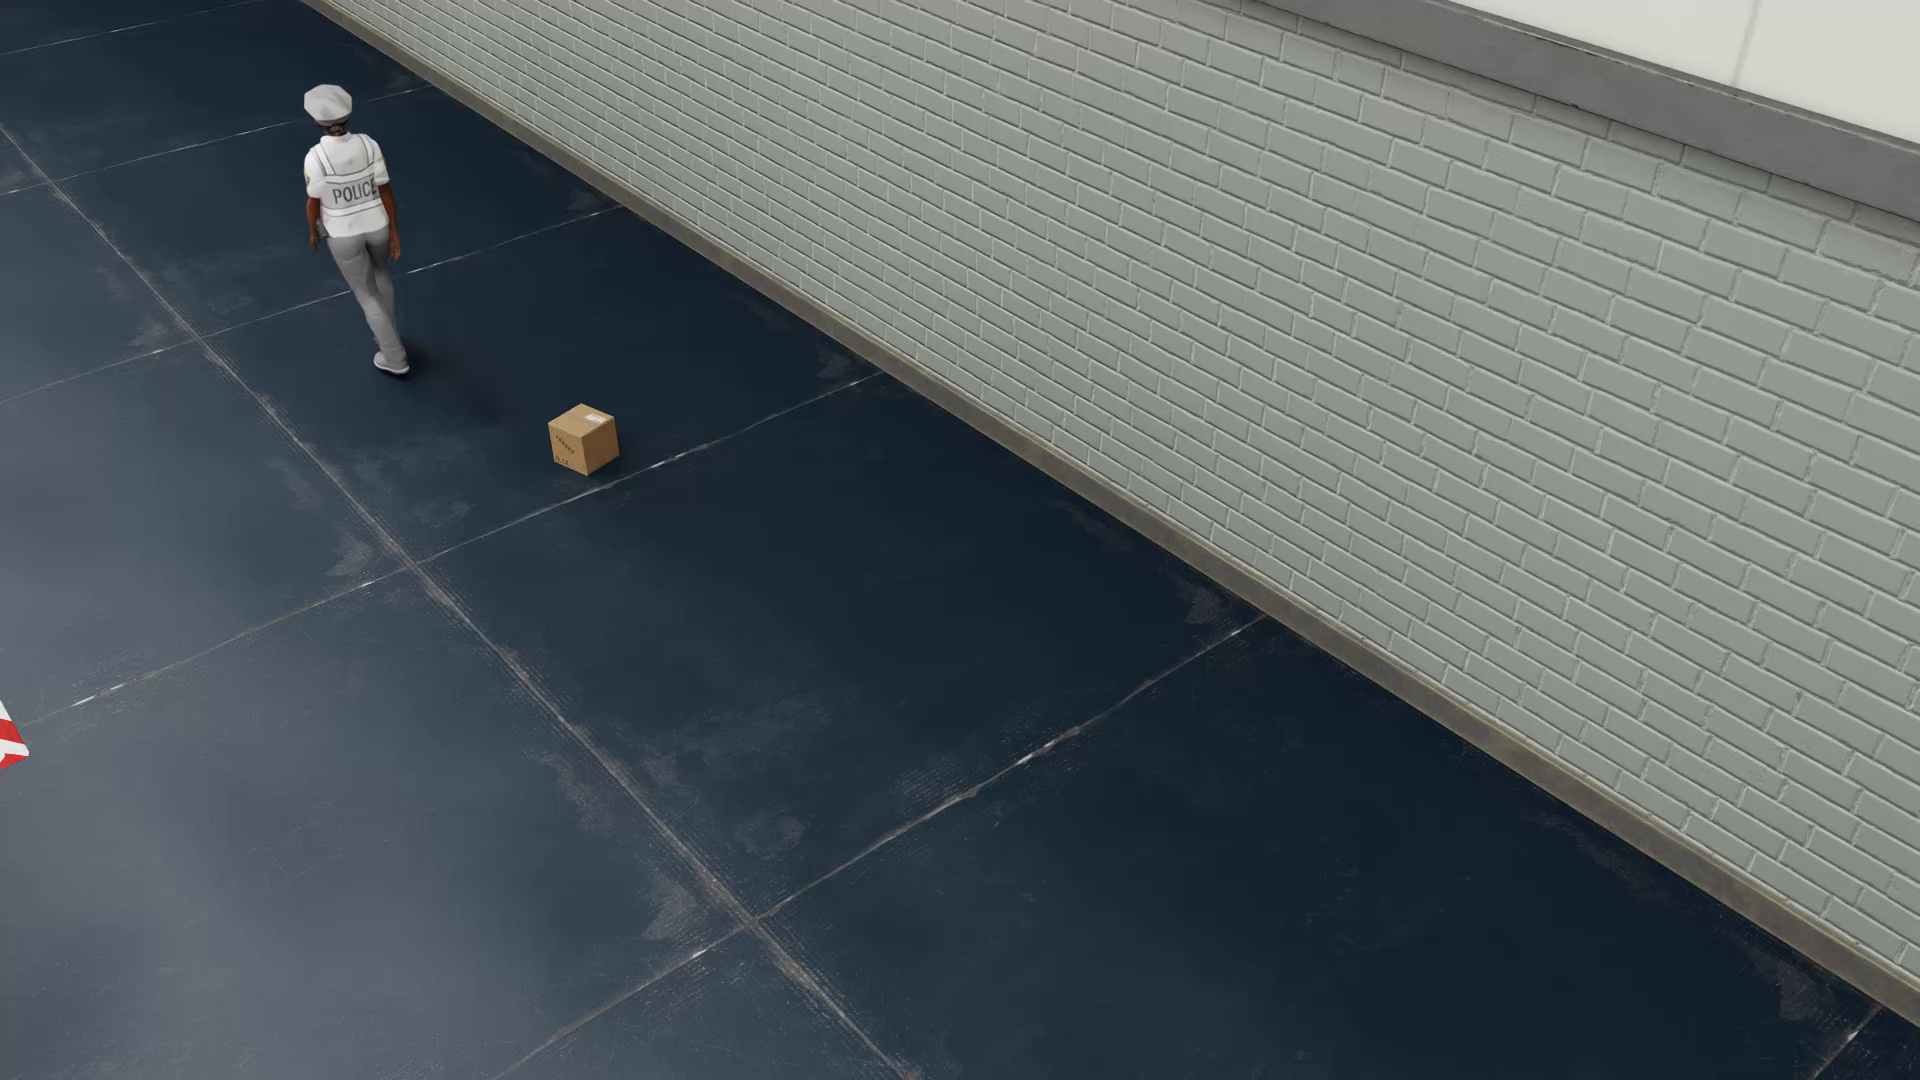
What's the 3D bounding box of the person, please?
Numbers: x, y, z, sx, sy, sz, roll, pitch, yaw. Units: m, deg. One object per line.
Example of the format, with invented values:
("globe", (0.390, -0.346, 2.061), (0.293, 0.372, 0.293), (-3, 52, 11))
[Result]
("person", (-3.455, -1.739, 9.464), (0.443, 1.755, 0.625), (-30, 46, -34))
